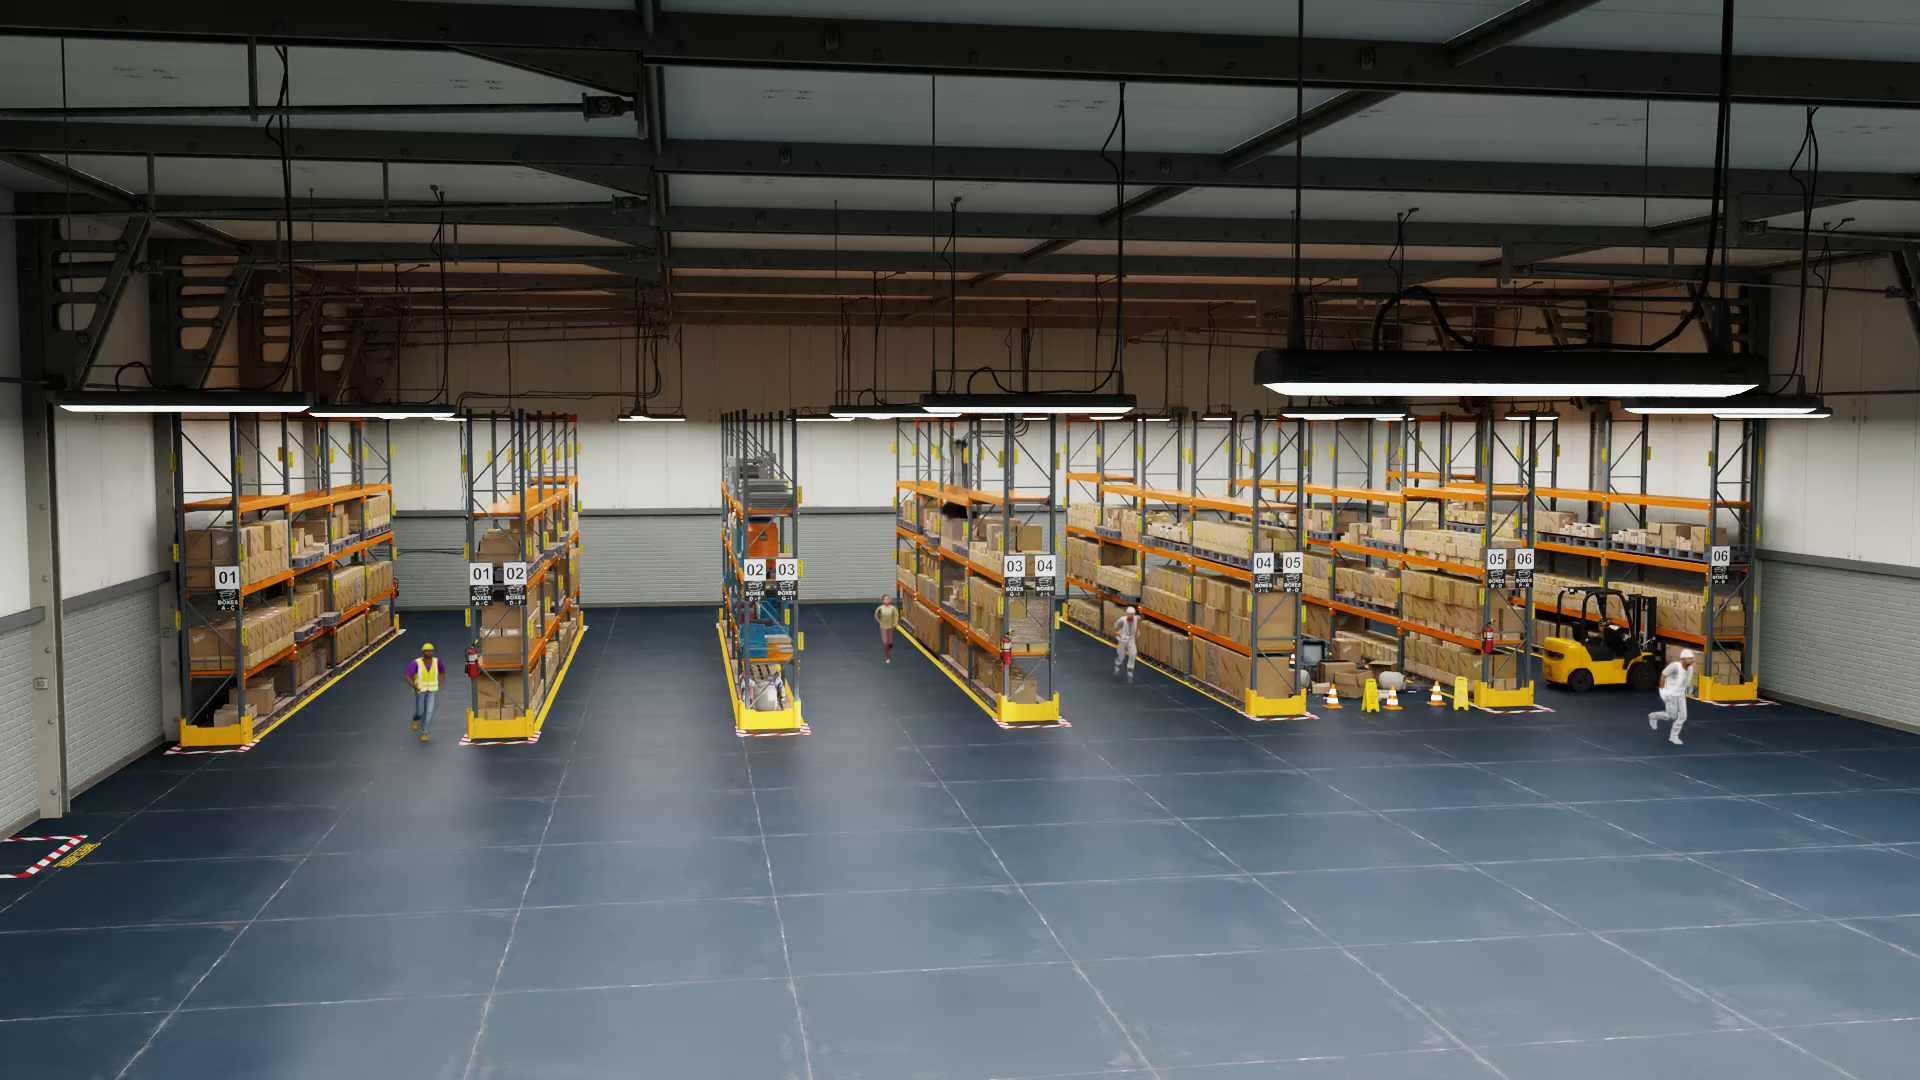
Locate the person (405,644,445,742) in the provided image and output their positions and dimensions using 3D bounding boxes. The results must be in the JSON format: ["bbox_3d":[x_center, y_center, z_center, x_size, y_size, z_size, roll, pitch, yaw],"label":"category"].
[{"bbox_3d":[-9.723,2.755,30.316,0.727,1.755,0.803,-3,5,-32],"label":"person"}]

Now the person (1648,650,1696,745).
[{"bbox_3d":[12.845,2.799,29.987,0.680,1.716,0.881,-3,5,-33],"label":"person"}]

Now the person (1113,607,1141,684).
[{"bbox_3d":[3.683,2.311,37.073,0.704,1.732,1.056,-1,4,-18],"label":"person"}]

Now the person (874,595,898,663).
[{"bbox_3d":[-1.775,2.124,40.078,0.581,1.633,0.599,-1,4,-8],"label":"person"}]
